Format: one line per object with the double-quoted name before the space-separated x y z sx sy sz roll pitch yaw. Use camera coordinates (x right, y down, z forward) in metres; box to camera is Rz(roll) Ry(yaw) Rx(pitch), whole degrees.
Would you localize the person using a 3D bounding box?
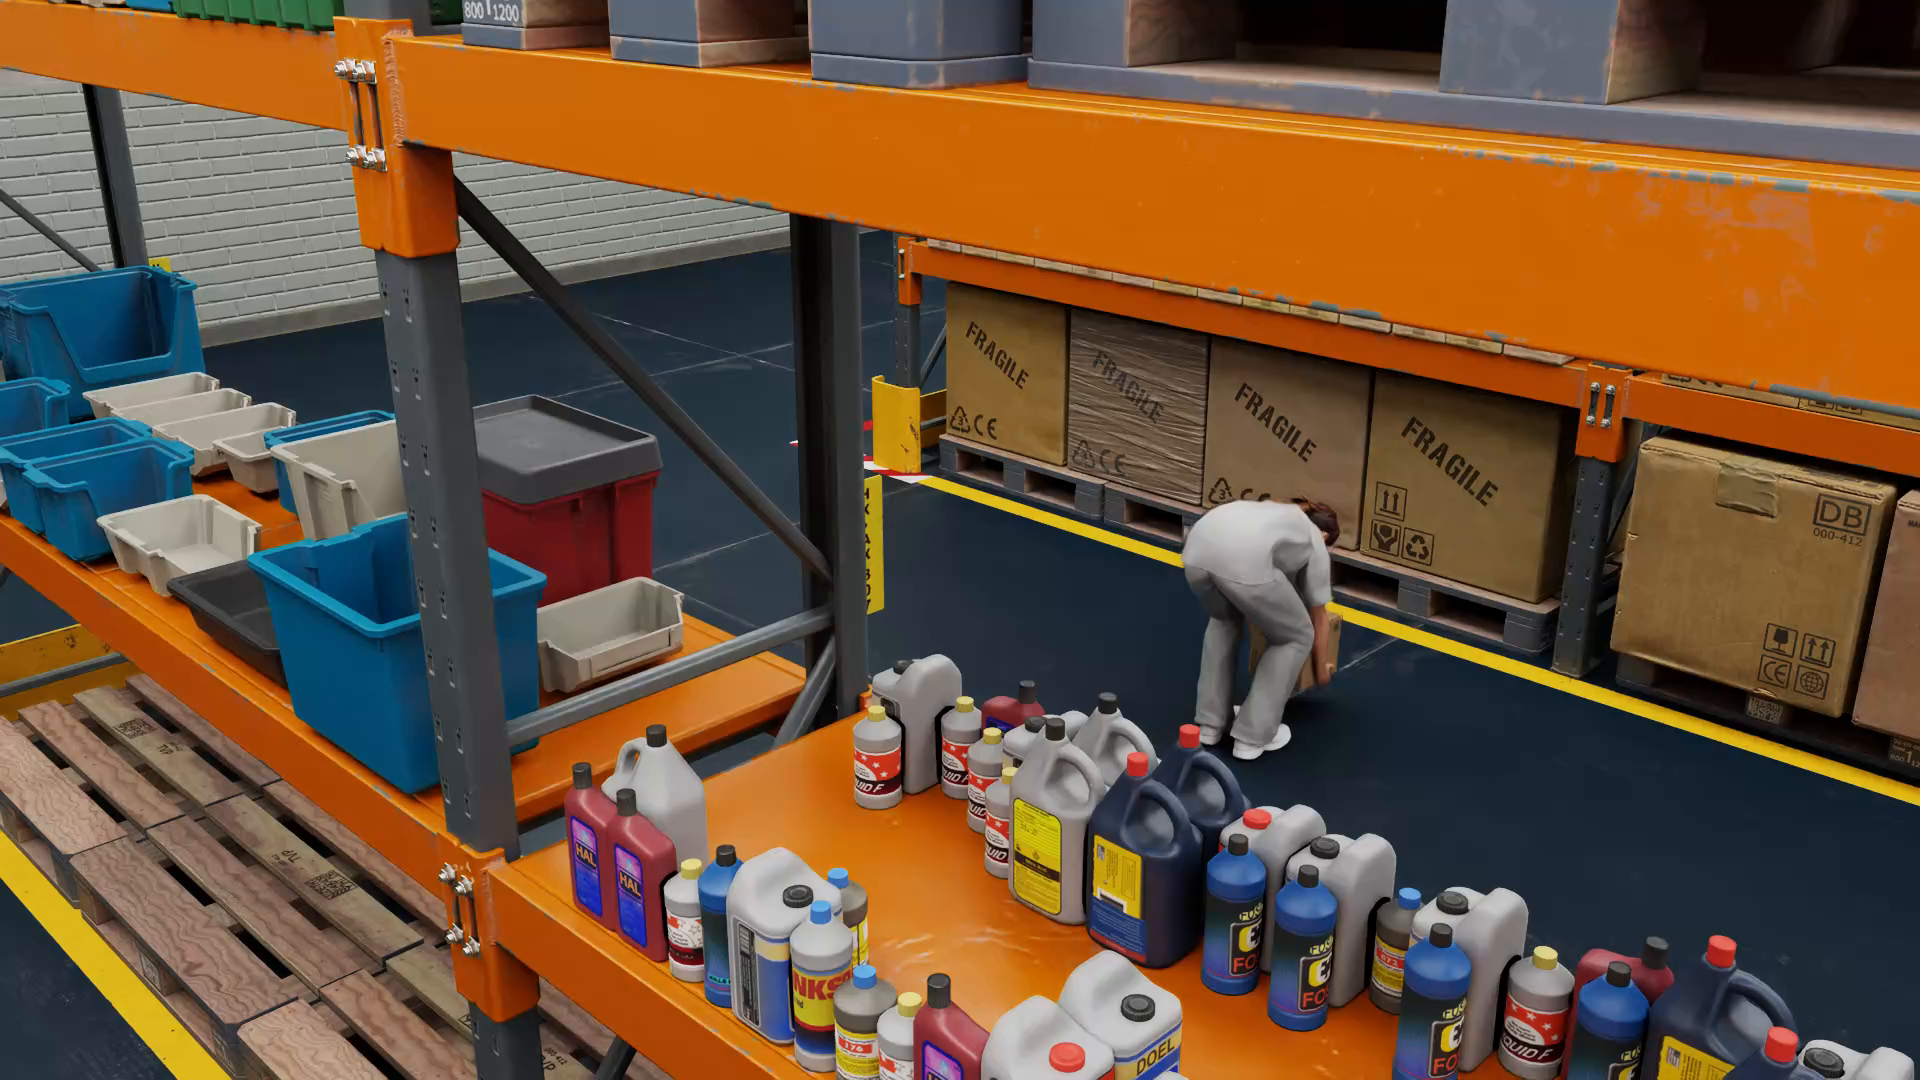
"person" 1.167 0.283 6.323 0.436 0.975 0.860 17 27 38
